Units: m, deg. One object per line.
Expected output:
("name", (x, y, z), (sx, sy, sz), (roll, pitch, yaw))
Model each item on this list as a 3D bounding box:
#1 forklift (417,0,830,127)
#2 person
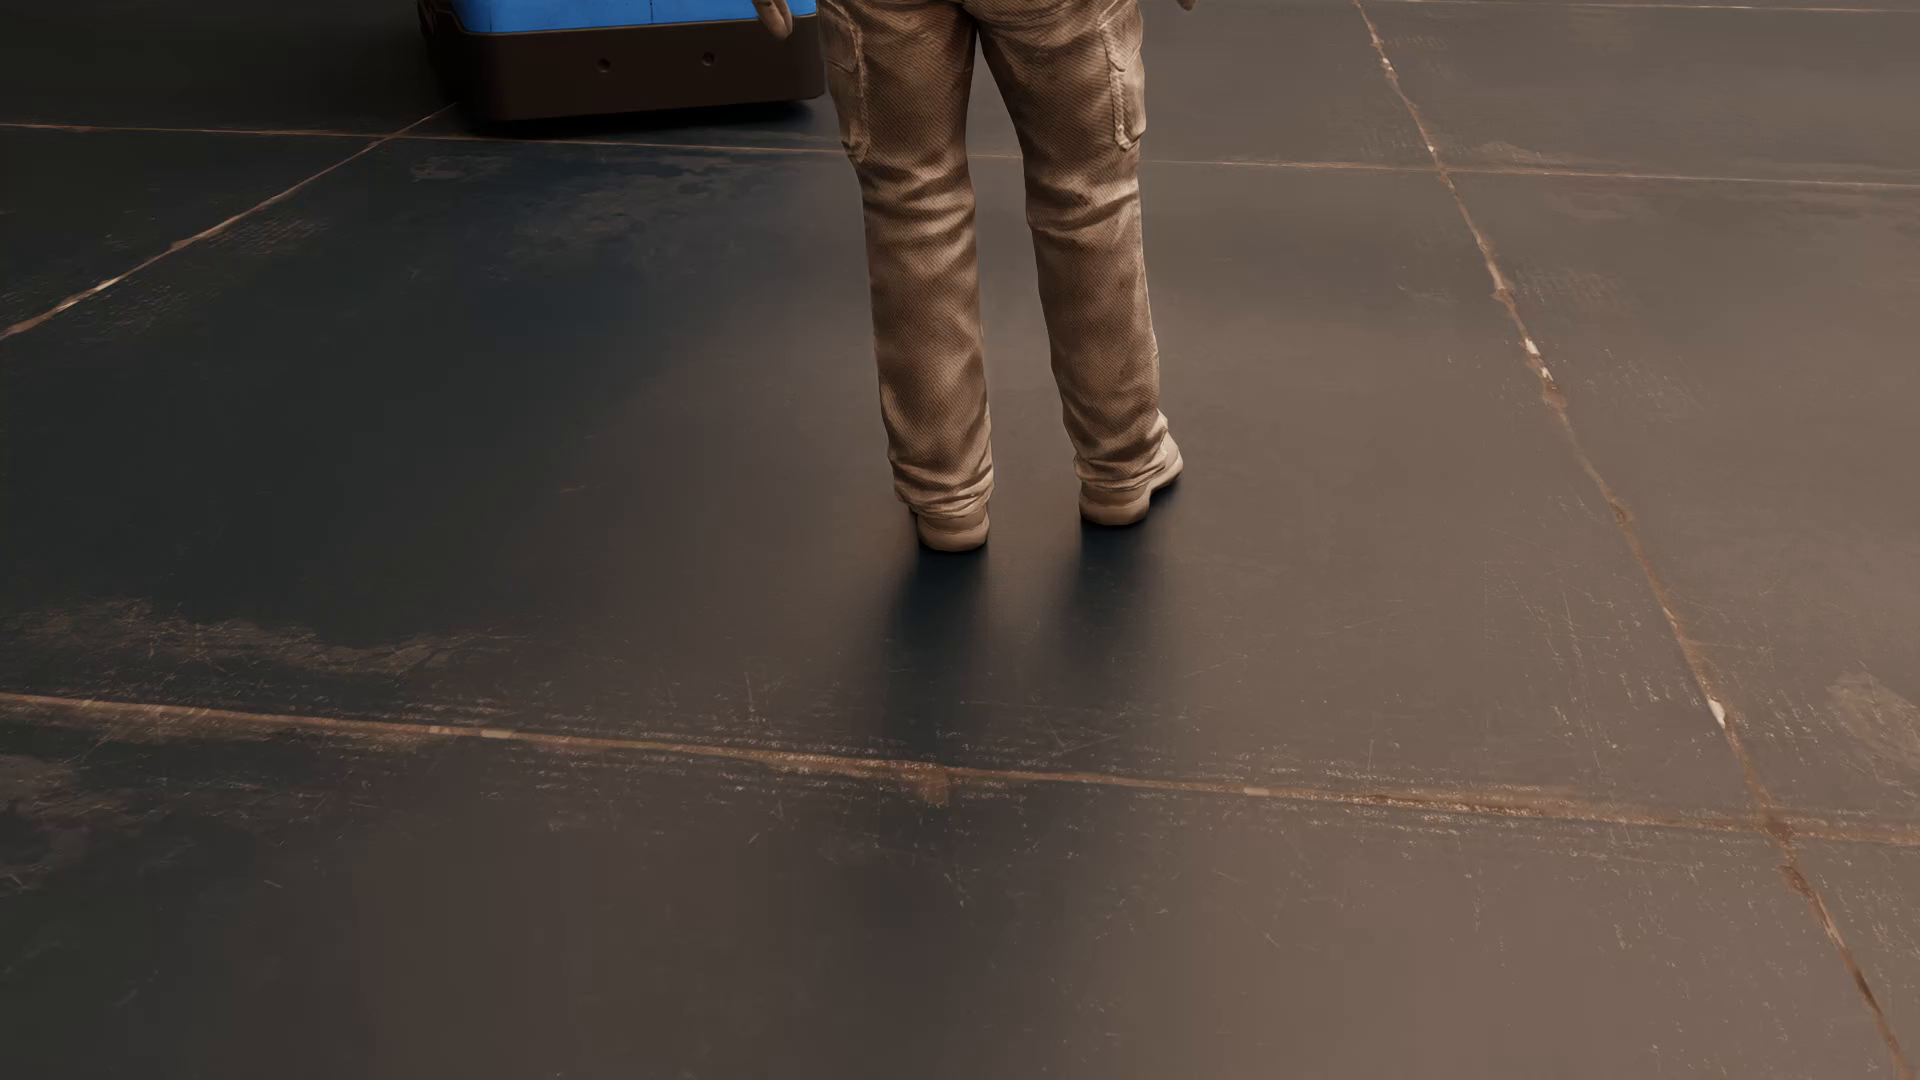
("forklift", (-1.371, -3.117, 5.465), (1.130, 2.935, 3.031), (-9, 28, -18))
("person", (0.019, -0.835, 2.162), (0.656, 1.781, 0.576), (3, 27, 7))
